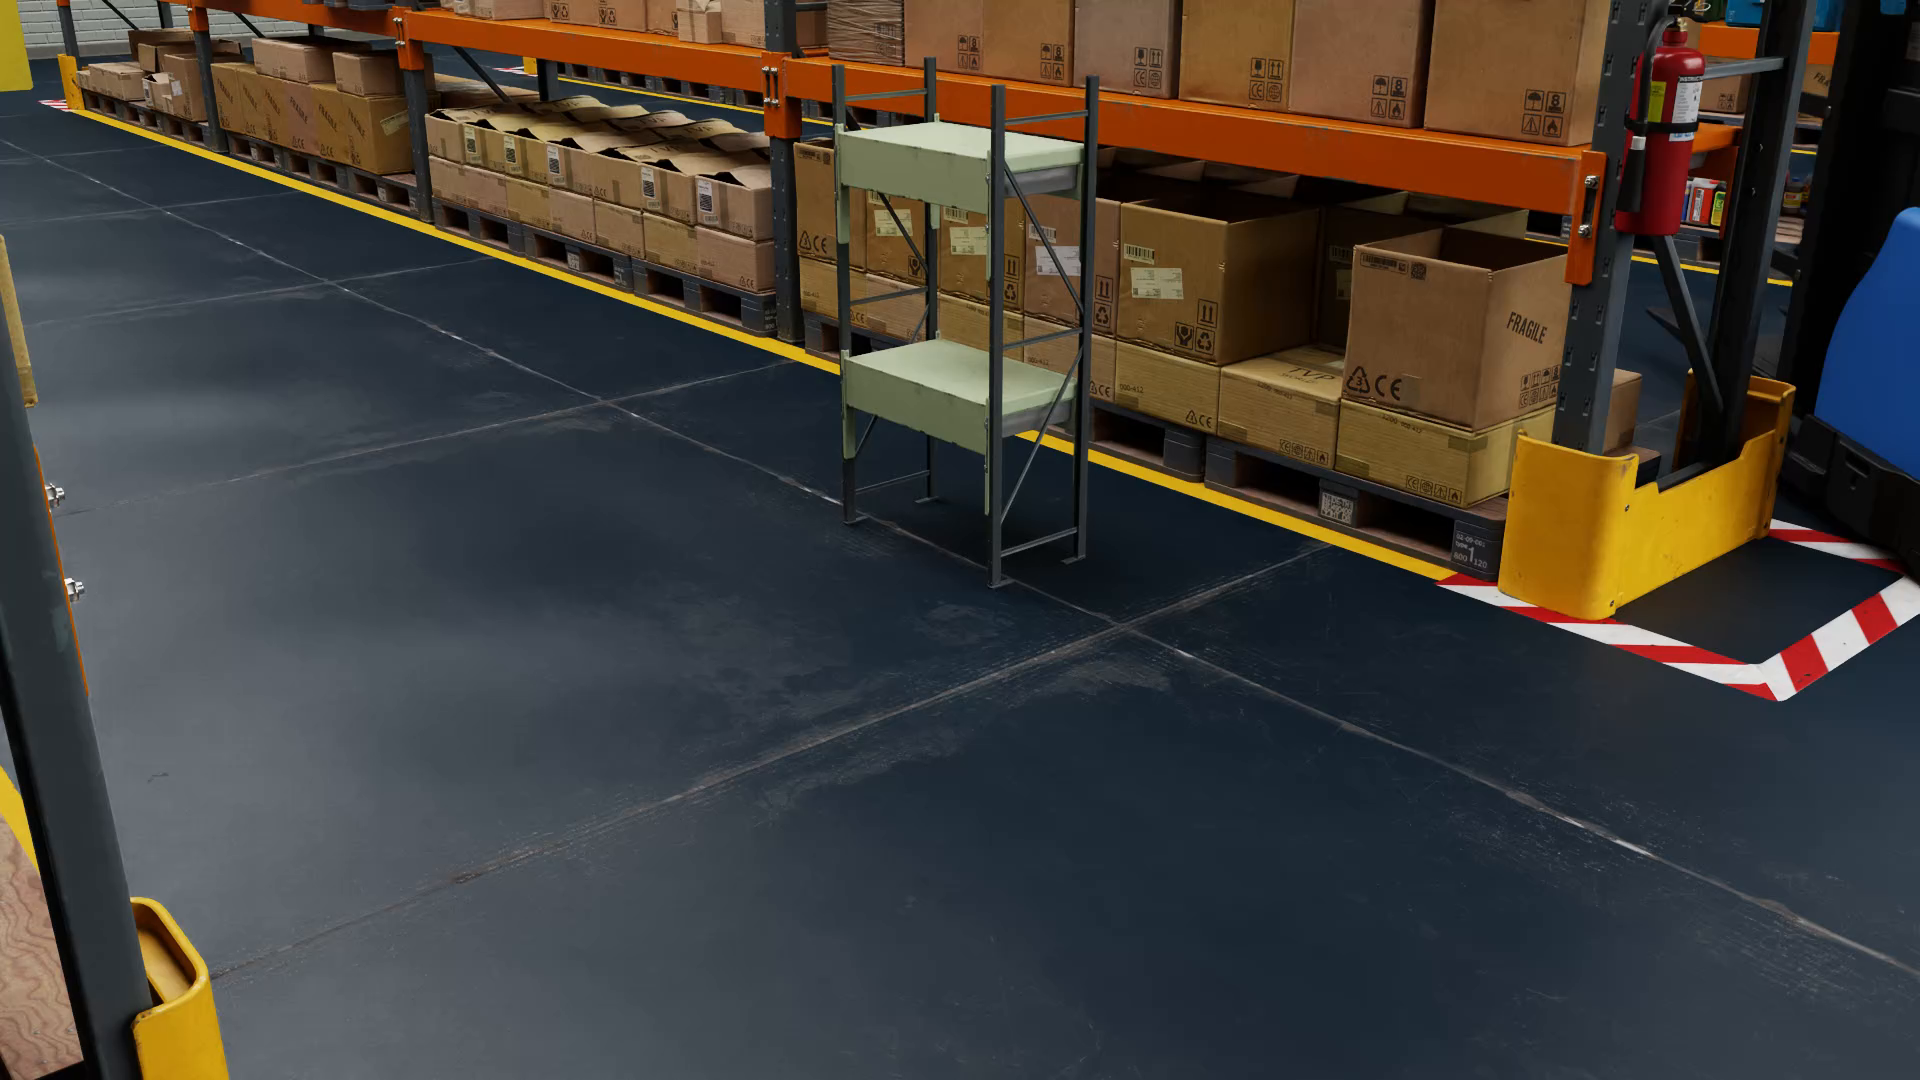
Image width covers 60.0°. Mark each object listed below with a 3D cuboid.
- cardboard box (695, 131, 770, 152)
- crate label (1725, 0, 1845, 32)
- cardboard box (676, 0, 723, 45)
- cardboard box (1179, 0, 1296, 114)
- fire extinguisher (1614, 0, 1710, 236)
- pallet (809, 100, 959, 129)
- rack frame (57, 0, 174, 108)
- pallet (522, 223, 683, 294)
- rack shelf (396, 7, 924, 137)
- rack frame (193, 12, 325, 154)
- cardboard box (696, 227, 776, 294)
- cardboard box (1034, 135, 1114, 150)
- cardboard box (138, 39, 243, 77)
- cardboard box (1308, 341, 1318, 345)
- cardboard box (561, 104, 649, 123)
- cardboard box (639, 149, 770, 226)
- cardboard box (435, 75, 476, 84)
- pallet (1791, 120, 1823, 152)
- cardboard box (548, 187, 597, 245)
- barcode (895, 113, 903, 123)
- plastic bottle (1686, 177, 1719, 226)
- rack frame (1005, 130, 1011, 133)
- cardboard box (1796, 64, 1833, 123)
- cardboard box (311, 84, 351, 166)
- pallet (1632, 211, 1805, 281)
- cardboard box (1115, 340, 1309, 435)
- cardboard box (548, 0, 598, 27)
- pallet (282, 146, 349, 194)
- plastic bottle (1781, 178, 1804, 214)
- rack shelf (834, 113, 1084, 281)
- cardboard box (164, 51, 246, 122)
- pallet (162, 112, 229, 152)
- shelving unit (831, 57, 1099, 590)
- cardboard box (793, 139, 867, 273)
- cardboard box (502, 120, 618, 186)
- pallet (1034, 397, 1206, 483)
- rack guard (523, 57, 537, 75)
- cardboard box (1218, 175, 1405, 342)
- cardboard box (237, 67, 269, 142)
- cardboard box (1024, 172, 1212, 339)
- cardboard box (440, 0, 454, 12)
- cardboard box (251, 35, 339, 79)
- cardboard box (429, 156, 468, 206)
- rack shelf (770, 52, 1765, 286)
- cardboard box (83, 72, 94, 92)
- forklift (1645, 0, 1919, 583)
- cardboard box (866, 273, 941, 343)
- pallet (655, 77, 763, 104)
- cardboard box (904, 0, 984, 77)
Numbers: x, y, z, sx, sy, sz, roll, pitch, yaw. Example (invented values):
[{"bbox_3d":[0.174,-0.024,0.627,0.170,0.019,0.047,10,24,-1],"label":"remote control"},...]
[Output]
[{"bbox_3d":[-1.194,-2.080,9.108,0.500,0.311,0.500,-19,28,-39],"label":"cardboard box"},{"bbox_3d":[4.509,-2.982,8.936,0.502,0.435,0.616,-17,27,-37],"label":"crate label"},{"bbox_3d":[-1.164,-2.585,8.155,0.396,0.266,0.258,-18,28,-39],"label":"cardboard box"},{"bbox_3d":[1.199,-1.804,5.840,0.700,0.500,0.500,-17,27,-37],"label":"cardboard box"},{"bbox_3d":[1.885,-1.164,4.449,0.296,0.674,0.183,-17,27,-37],"label":"fire extinguisher"},{"bbox_3d":[-0.645,-3.978,15.351,1.003,0.211,1.213,-17,27,-37],"label":"pallet"},{"bbox_3d":[-8.284,-5.764,16.086,1.000,3.000,0.127,-17,27,-37],"label":"rack frame"},{"bbox_3d":[-1.762,-1.681,9.487,1.003,0.211,1.213,-17,27,-37],"label":"pallet"},{"bbox_3d":[-1.756,-2.666,9.164,1.077,0.370,4.000,-17,27,-37],"label":"rack shelf"},{"bbox_3d":[-5.673,-4.658,13.265,1.000,3.000,0.127,-17,27,-37],"label":"rack frame"},{"bbox_3d":[-0.941,-1.409,8.163,0.500,0.250,0.500,-18,28,-38],"label":"cardboard box"},{"bbox_3d":[0.335,-1.496,7.356,0.500,0.500,0.500,-17,27,-37],"label":"cardboard box"},{"bbox_3d":[-6.903,-4.219,14.962,0.797,0.503,0.637,-17,27,-37],"label":"cardboard box"},{"bbox_3d":[1.323,-0.735,6.442,0.500,0.250,0.500,-17,27,-37],"label":"cardboard box"},{"bbox_3d":[-2.189,-2.502,10.183,0.500,0.311,0.500,-18,28,-38],"label":"cardboard box"},{"bbox_3d":[-1.277,-1.810,8.419,0.500,0.311,0.500,-17,27,-36],"label":"cardboard box"},{"bbox_3d":[-3.812,-3.071,12.036,0.500,0.500,0.500,-18,28,-38],"label":"cardboard box"},{"bbox_3d":[7.521,-3.330,13.696,1.003,0.211,1.213,-17,27,-37],"label":"pallet"},{"bbox_3d":[-1.935,-1.831,9.241,0.500,0.250,0.500,-17,27,-36],"label":"cardboard box"},{"bbox_3d":[-0.302,-2.106,8.255,0.001,0.075,0.075,-17,27,-37],"label":"barcode"},{"bbox_3d":[4.240,-1.937,9.448,0.152,0.276,0.135,-17,27,-37],"label":"plastic bottle"},{"bbox_3d":[0.693,-4.732,13.451,1.000,3.000,0.127,-17,27,-37],"label":"rack frame"},{"bbox_3d":[7.287,-3.717,13.713,0.500,0.500,0.500,-18,28,-39],"label":"cardboard box"},{"bbox_3d":[-4.188,-2.940,11.701,0.500,0.500,0.500,-19,28,-39],"label":"cardboard box"},{"bbox_3d":[4.511,-1.795,9.778,1.003,0.211,1.213,-17,27,-37],"label":"pallet"},{"bbox_3d":[0.923,-0.609,6.121,0.500,0.250,0.500,-17,27,-37],"label":"cardboard box"},{"bbox_3d":[-1.954,-3.140,9.251,0.500,0.500,0.500,-19,29,-40],"label":"cardboard box"},{"bbox_3d":[-4.313,-2.807,12.362,1.003,0.211,1.213,-17,27,-37],"label":"pallet"},{"bbox_3d":[4.900,-2.027,9.780,0.097,0.201,0.097,0,21,0],"label":"plastic bottle"},{"bbox_3d":[0.004,-1.060,5.063,0.431,0.370,0.720,-17,27,-37],"label":"rack shelf"},{"bbox_3d":[-6.260,-3.789,13.870,0.500,0.500,0.500,-17,27,-37],"label":"cardboard box"},{"bbox_3d":[-6.121,-3.550,14.258,1.003,0.211,1.213,-17,27,-37],"label":"pallet"},{"bbox_3d":[0.004,-0.697,5.206,0.431,1.500,0.755,-17,27,-37],"label":"shelving unit"},{"bbox_3d":[-0.385,-1.510,7.392,0.500,0.500,0.500,-17,27,-37],"label":"cardboard box"},{"bbox_3d":[-2.262,-2.231,9.491,0.500,0.311,0.500,-18,28,-39],"label":"cardboard box"},{"bbox_3d":[0.837,-0.583,6.683,1.003,0.211,1.213,-17,27,-37],"label":"pallet"},{"bbox_3d":[-4.555,-5.781,19.559,1.175,0.500,0.348,-17,27,-37],"label":"rack guard"},{"bbox_3d":[1.315,-1.081,6.298,0.500,0.500,0.500,-17,27,-37],"label":"cardboard box"},{"bbox_3d":[-5.185,-3.363,12.782,0.500,0.500,0.500,-17,27,-37],"label":"cardboard box"},{"bbox_3d":[0.595,-1.096,6.336,0.500,0.500,0.500,-17,27,-37],"label":"cardboard box"},{"bbox_3d":[-2.858,-3.401,10.176,0.500,0.311,0.500,-15,26,-34],"label":"cardboard box"},{"bbox_3d":[-4.889,-3.581,12.309,0.500,0.250,0.500,-17,27,-37],"label":"cardboard box"},{"bbox_3d":[-2.943,-2.254,10.320,0.500,0.250,0.500,-18,27,-38],"label":"cardboard box"},{"bbox_3d":[0.855,-1.561,6.342,1.077,0.370,4.000,-17,27,-37],"label":"rack shelf"},{"bbox_3d":[-8.108,-4.383,15.842,0.380,0.166,0.250,-17,27,-37],"label":"cardboard box"},{"bbox_3d":[3.455,-1.670,5.728,1.130,2.935,3.031,0,21,0],"label":"forklift"},{"bbox_3d":[-0.055,-1.024,7.179,0.500,0.250,0.500,-17,27,-37],"label":"cardboard box"},{"bbox_3d":[-2.427,-4.732,17.277,1.003,0.211,1.213,-17,27,-37],"label":"pallet"},{"bbox_3d":[0.193,-2.230,6.926,0.700,0.500,0.500,-18,28,-38],"label":"cardboard box"}]
